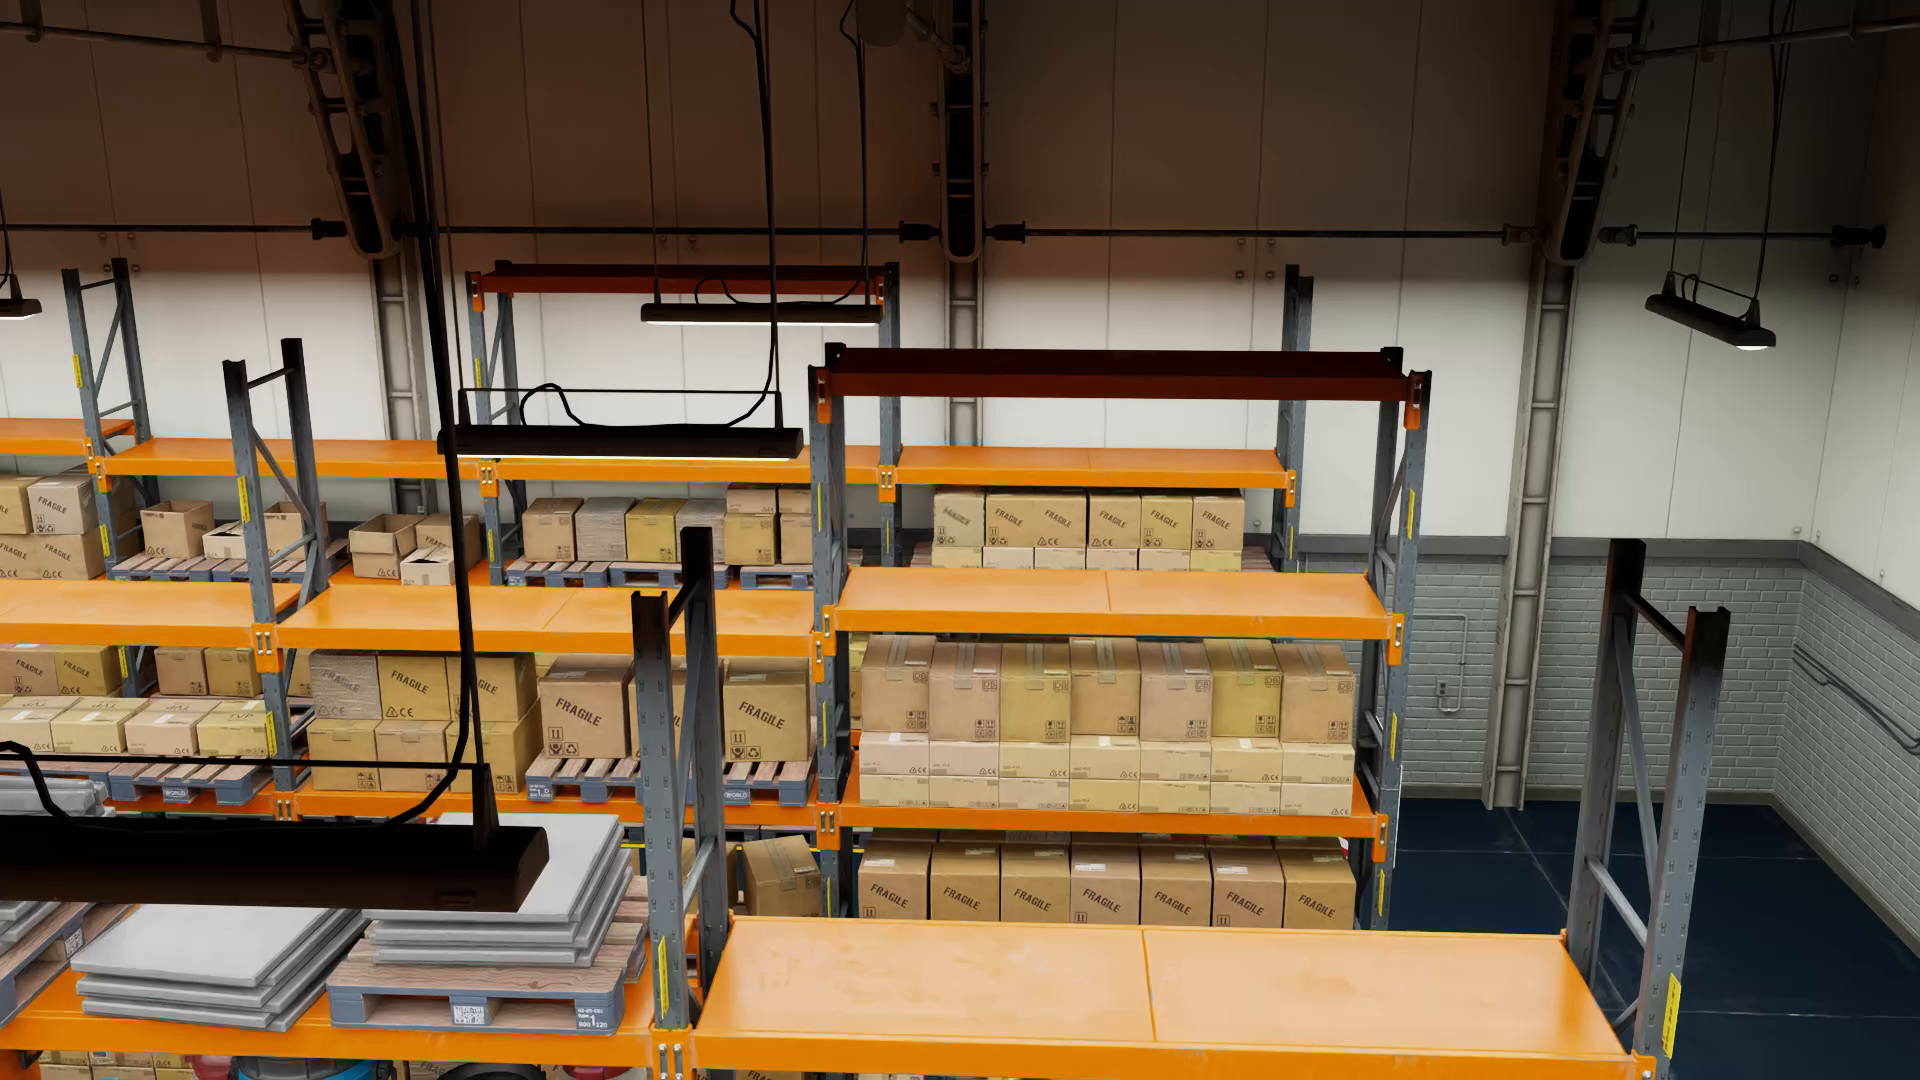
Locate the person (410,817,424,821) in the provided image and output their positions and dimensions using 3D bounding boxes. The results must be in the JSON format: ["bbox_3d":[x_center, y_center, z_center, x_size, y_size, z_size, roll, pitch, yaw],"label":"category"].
[{"bbox_3d":[-5.117,2.956,15.710,0.702,1.389,0.623,4,17,13],"label":"person"}]
